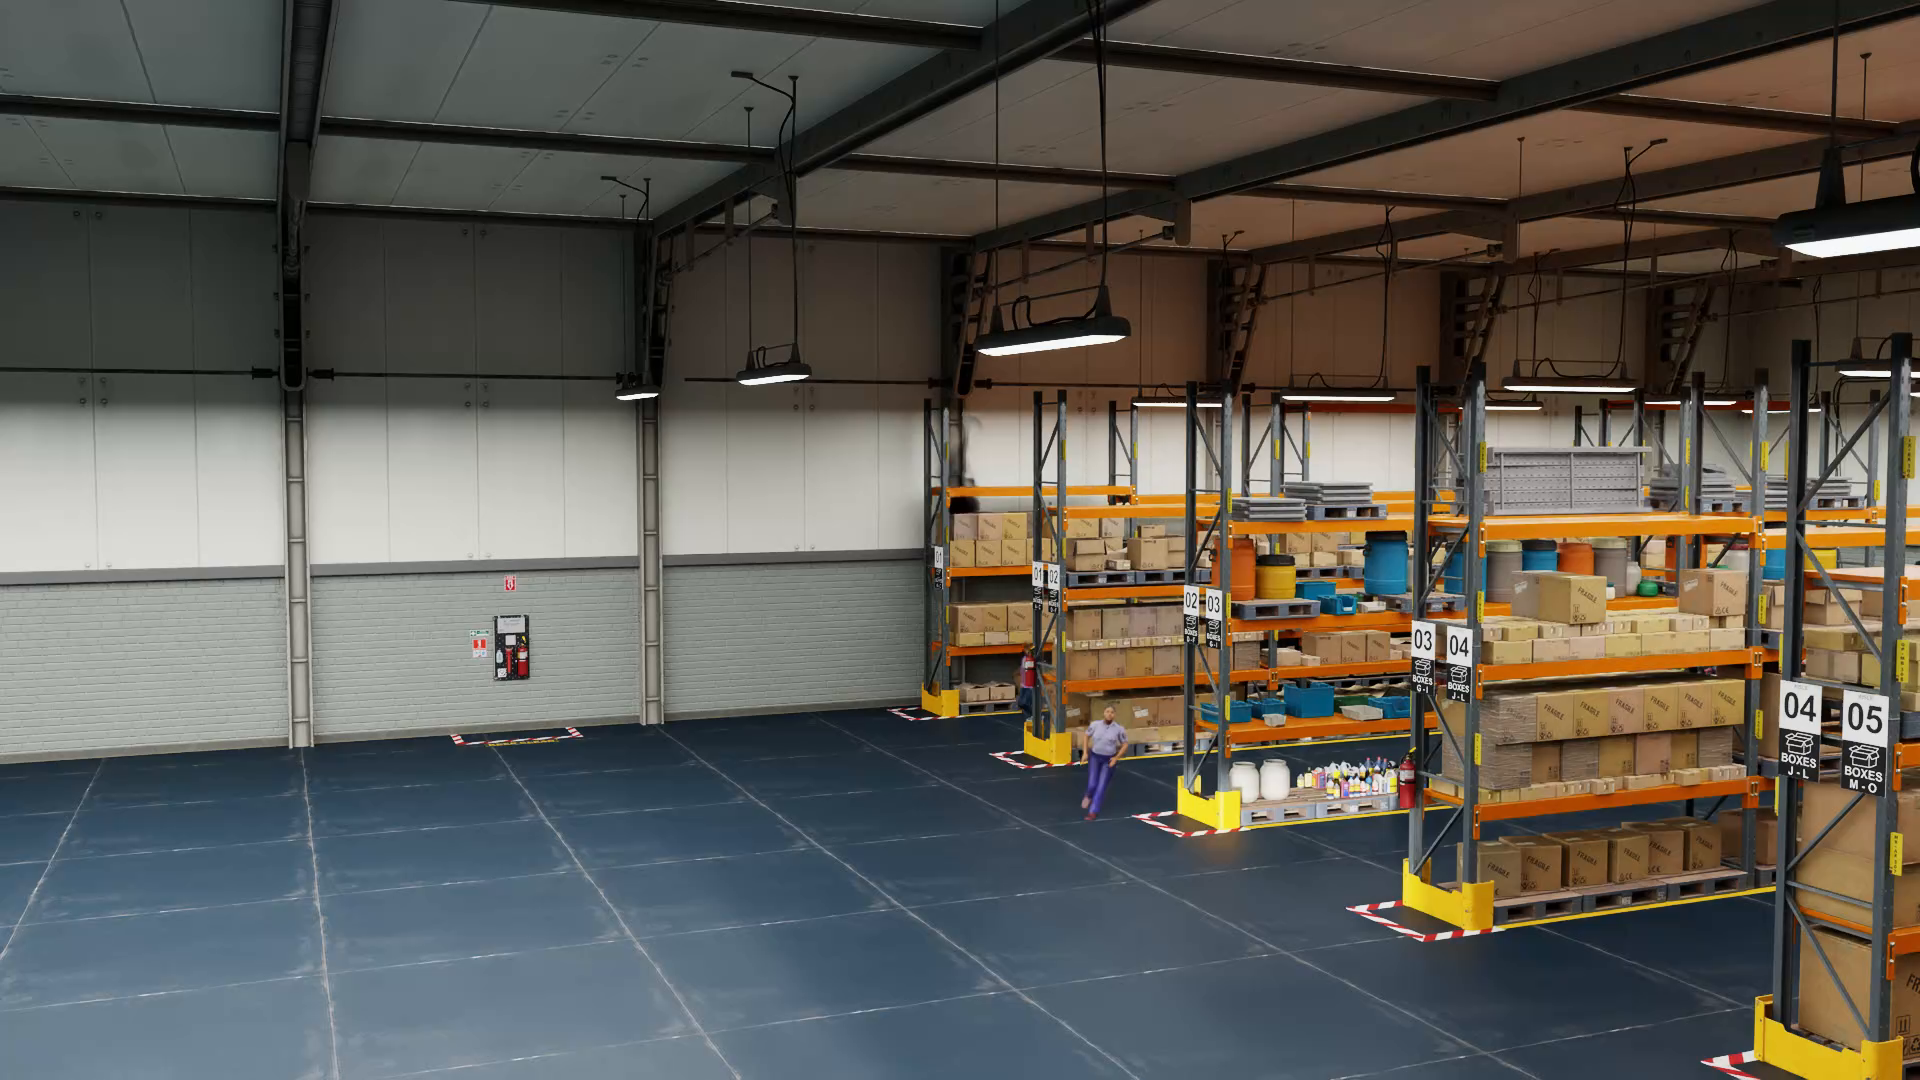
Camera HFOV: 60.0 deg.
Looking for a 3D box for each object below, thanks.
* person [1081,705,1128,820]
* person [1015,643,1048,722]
[{"bbox_3d":[1.968,3.042,22.727,0.645,1.574,0.512,1,3,9],"label":"person"},{"bbox_3d":[1.203,2.548,28.949,0.563,1.509,0.536,-3,4,-40],"label":"person"}]
